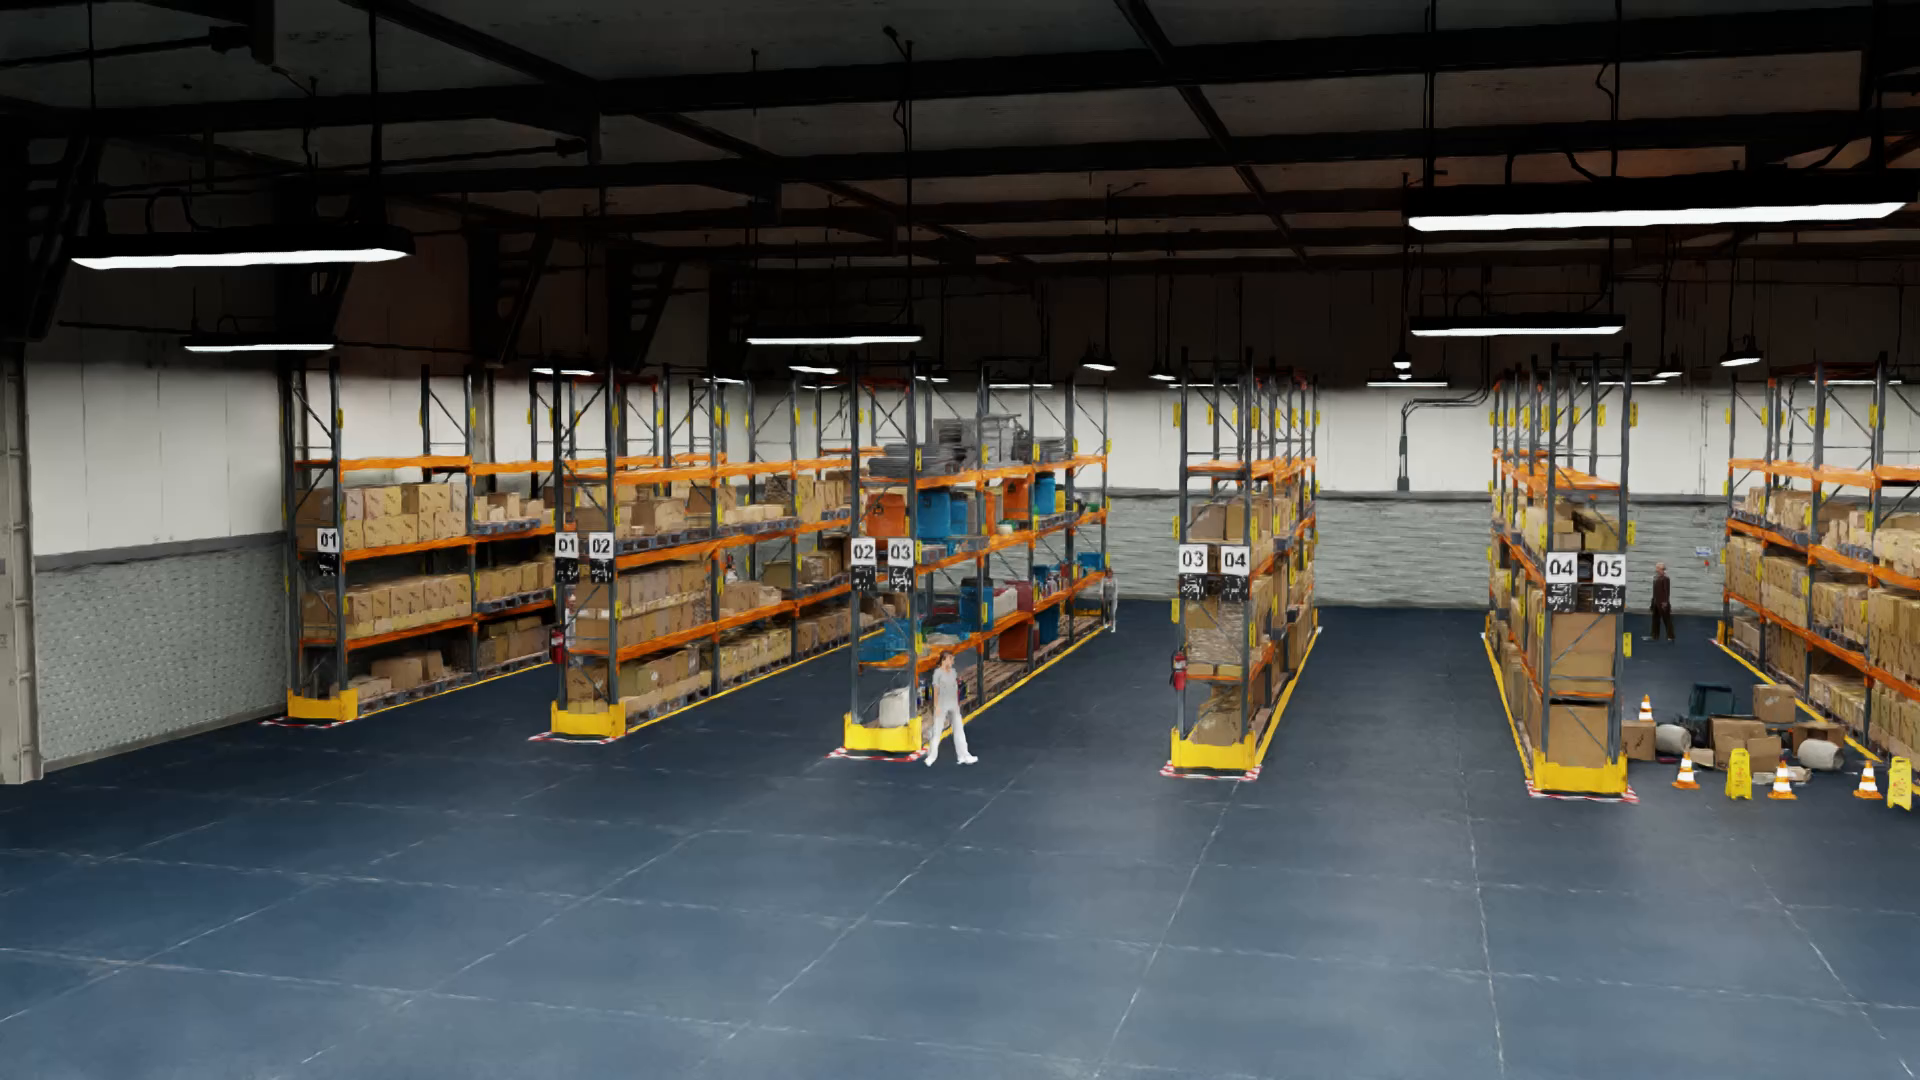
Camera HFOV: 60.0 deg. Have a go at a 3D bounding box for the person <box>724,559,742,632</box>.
[{"bbox_3d":[-5.333,1.291,38.974,0.433,1.681,0.537,0,4,-4],"label":"person"}]

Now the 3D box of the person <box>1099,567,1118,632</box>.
[{"bbox_3d":[3.483,1.371,38.904,0.439,1.516,1.016,0,4,5],"label":"person"}]

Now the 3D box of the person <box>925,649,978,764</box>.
[{"bbox_3d":[-0.162,2.396,24.017,0.687,1.658,0.565,-3,5,-37],"label":"person"}]

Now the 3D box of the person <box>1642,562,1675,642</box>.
[{"bbox_3d":[15.673,1.388,37.155,0.587,1.778,0.694,0,4,-2],"label":"person"}]

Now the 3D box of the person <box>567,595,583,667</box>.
[{"bbox_3d":[-7.155,1.871,30.750,0.543,1.715,1.103,1,4,7],"label":"person"}]
